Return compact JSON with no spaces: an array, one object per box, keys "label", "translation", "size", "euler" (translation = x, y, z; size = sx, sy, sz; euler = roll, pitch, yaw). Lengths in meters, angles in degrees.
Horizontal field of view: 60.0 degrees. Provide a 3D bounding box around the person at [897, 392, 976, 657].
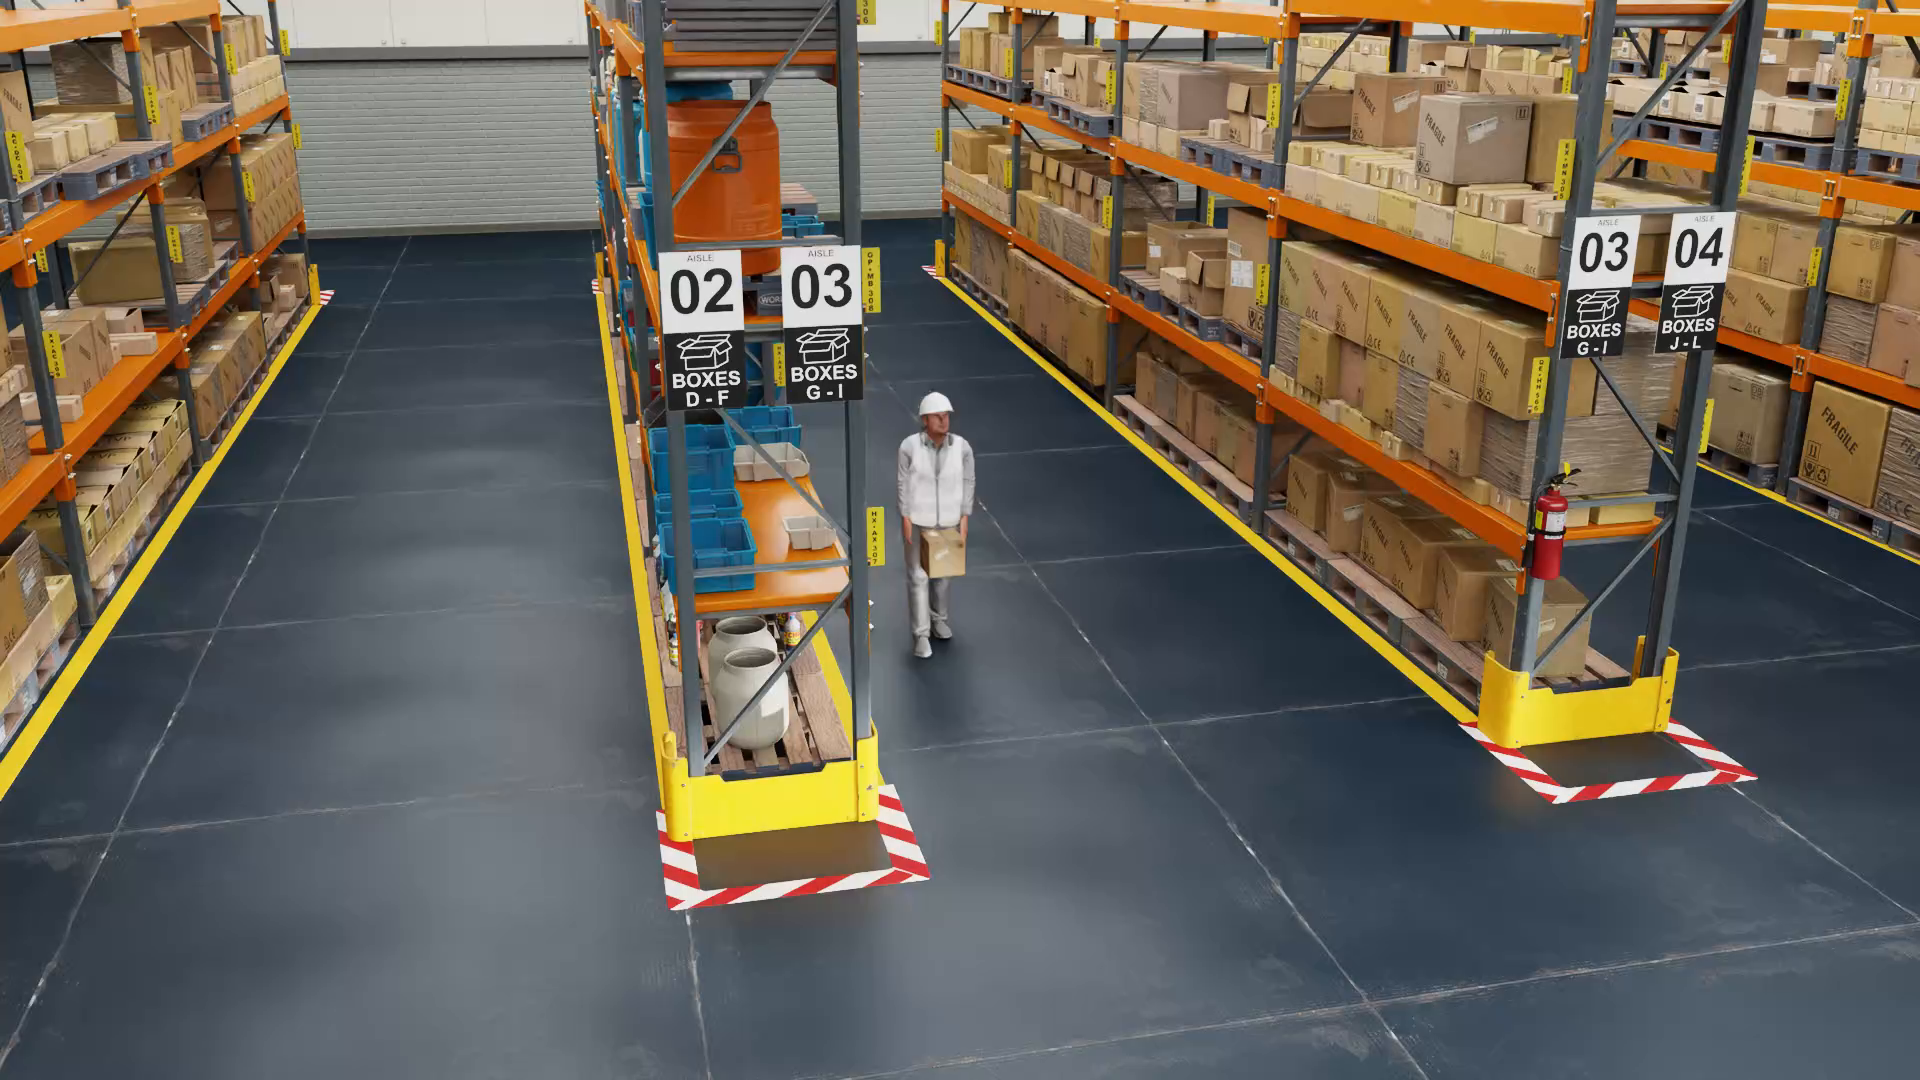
[{"label":"person","translation":[-0.143,-0.121,11.337],"size":[0.540,1.766,0.646],"euler":[-5,20,-13]}]
